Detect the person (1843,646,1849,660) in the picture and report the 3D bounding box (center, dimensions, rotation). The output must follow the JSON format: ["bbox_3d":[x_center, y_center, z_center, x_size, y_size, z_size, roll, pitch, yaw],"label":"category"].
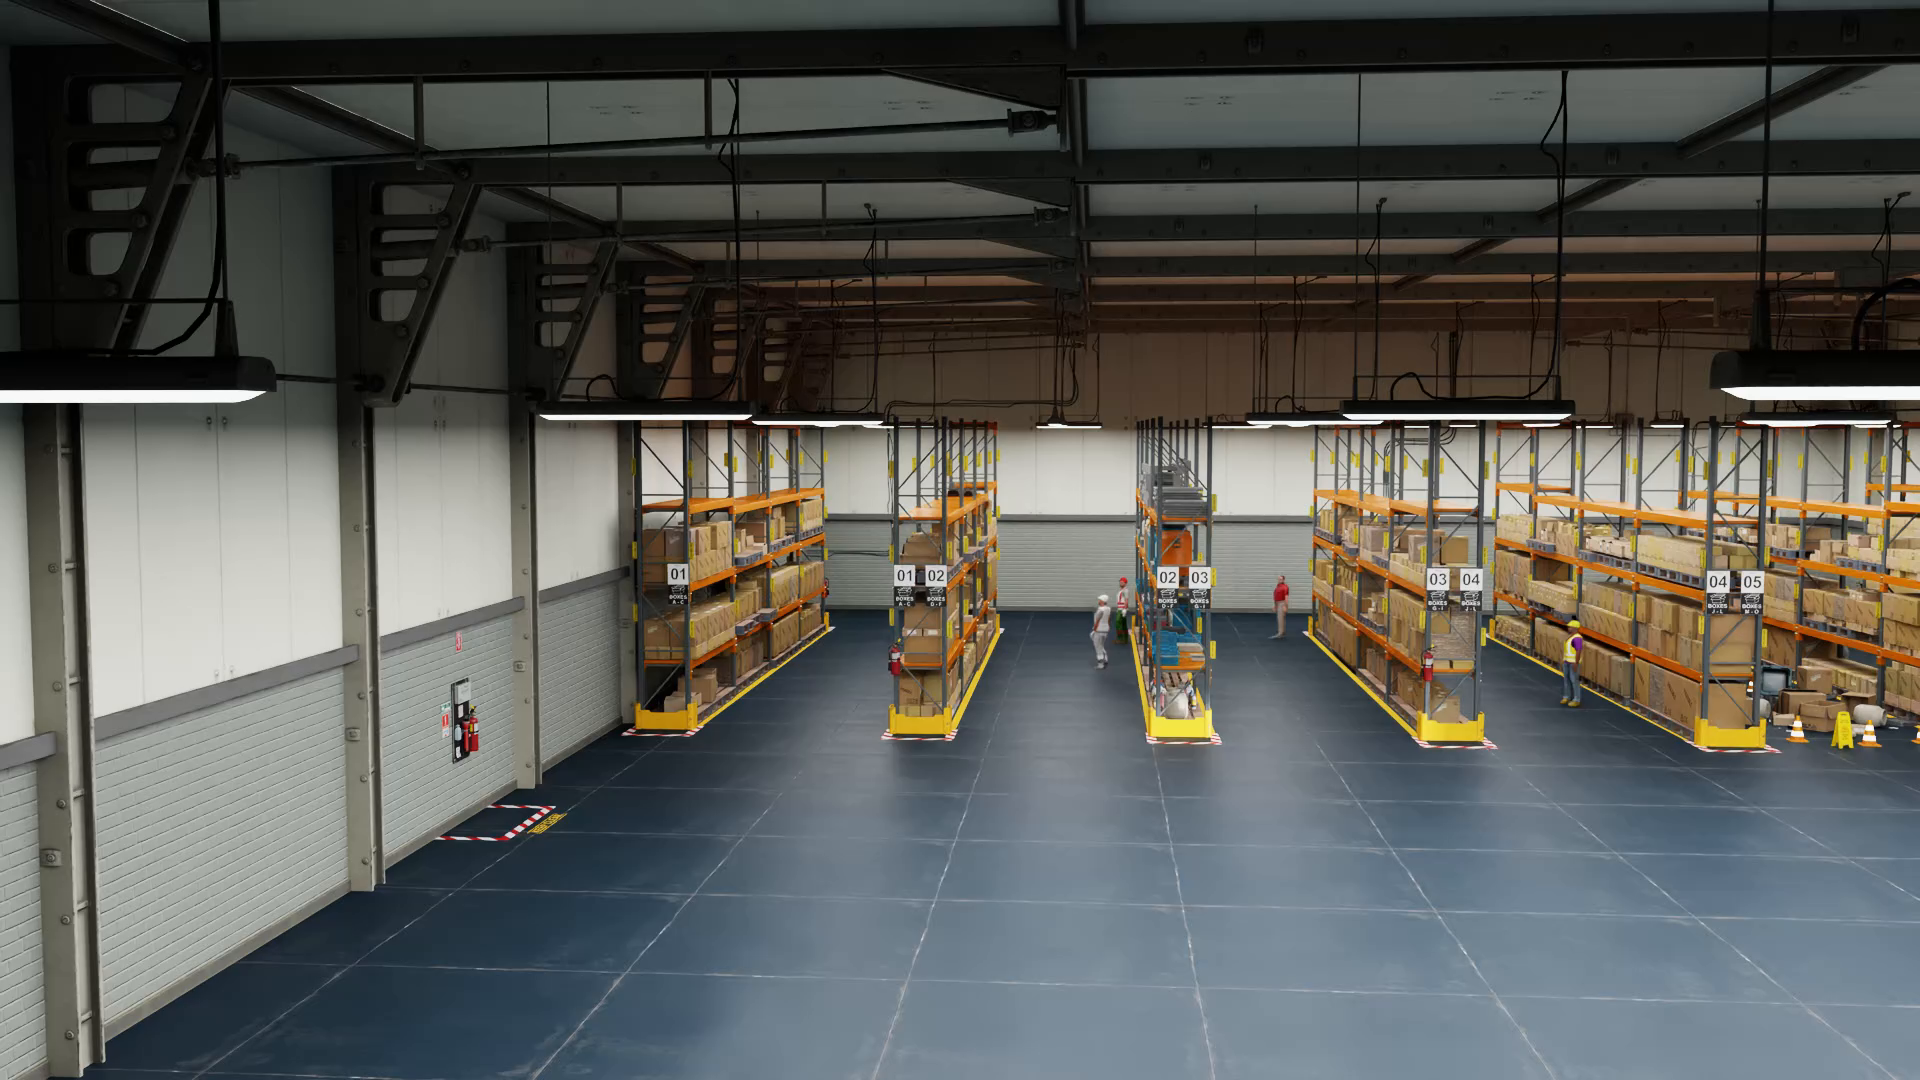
[{"bbox_3d":[21.414,2.262,40.412,0.443,1.678,0.533,3,5,38],"label":"person"}]

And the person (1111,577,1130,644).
[{"bbox_3d":[4.336,1.901,44.871,0.496,1.788,0.574,0,4,5],"label":"person"}]

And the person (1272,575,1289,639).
[{"bbox_3d":[8.865,1.848,46.192,0.462,1.728,0.570,0,4,-4],"label":"person"}]

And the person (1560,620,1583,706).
[{"bbox_3d":[12.791,2.562,34.739,0.411,1.772,0.613,-1,4,-13],"label":"person"}]

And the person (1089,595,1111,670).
[{"bbox_3d":[3.312,2.172,39.201,0.601,1.781,0.428,-3,5,-42],"label":"person"}]
